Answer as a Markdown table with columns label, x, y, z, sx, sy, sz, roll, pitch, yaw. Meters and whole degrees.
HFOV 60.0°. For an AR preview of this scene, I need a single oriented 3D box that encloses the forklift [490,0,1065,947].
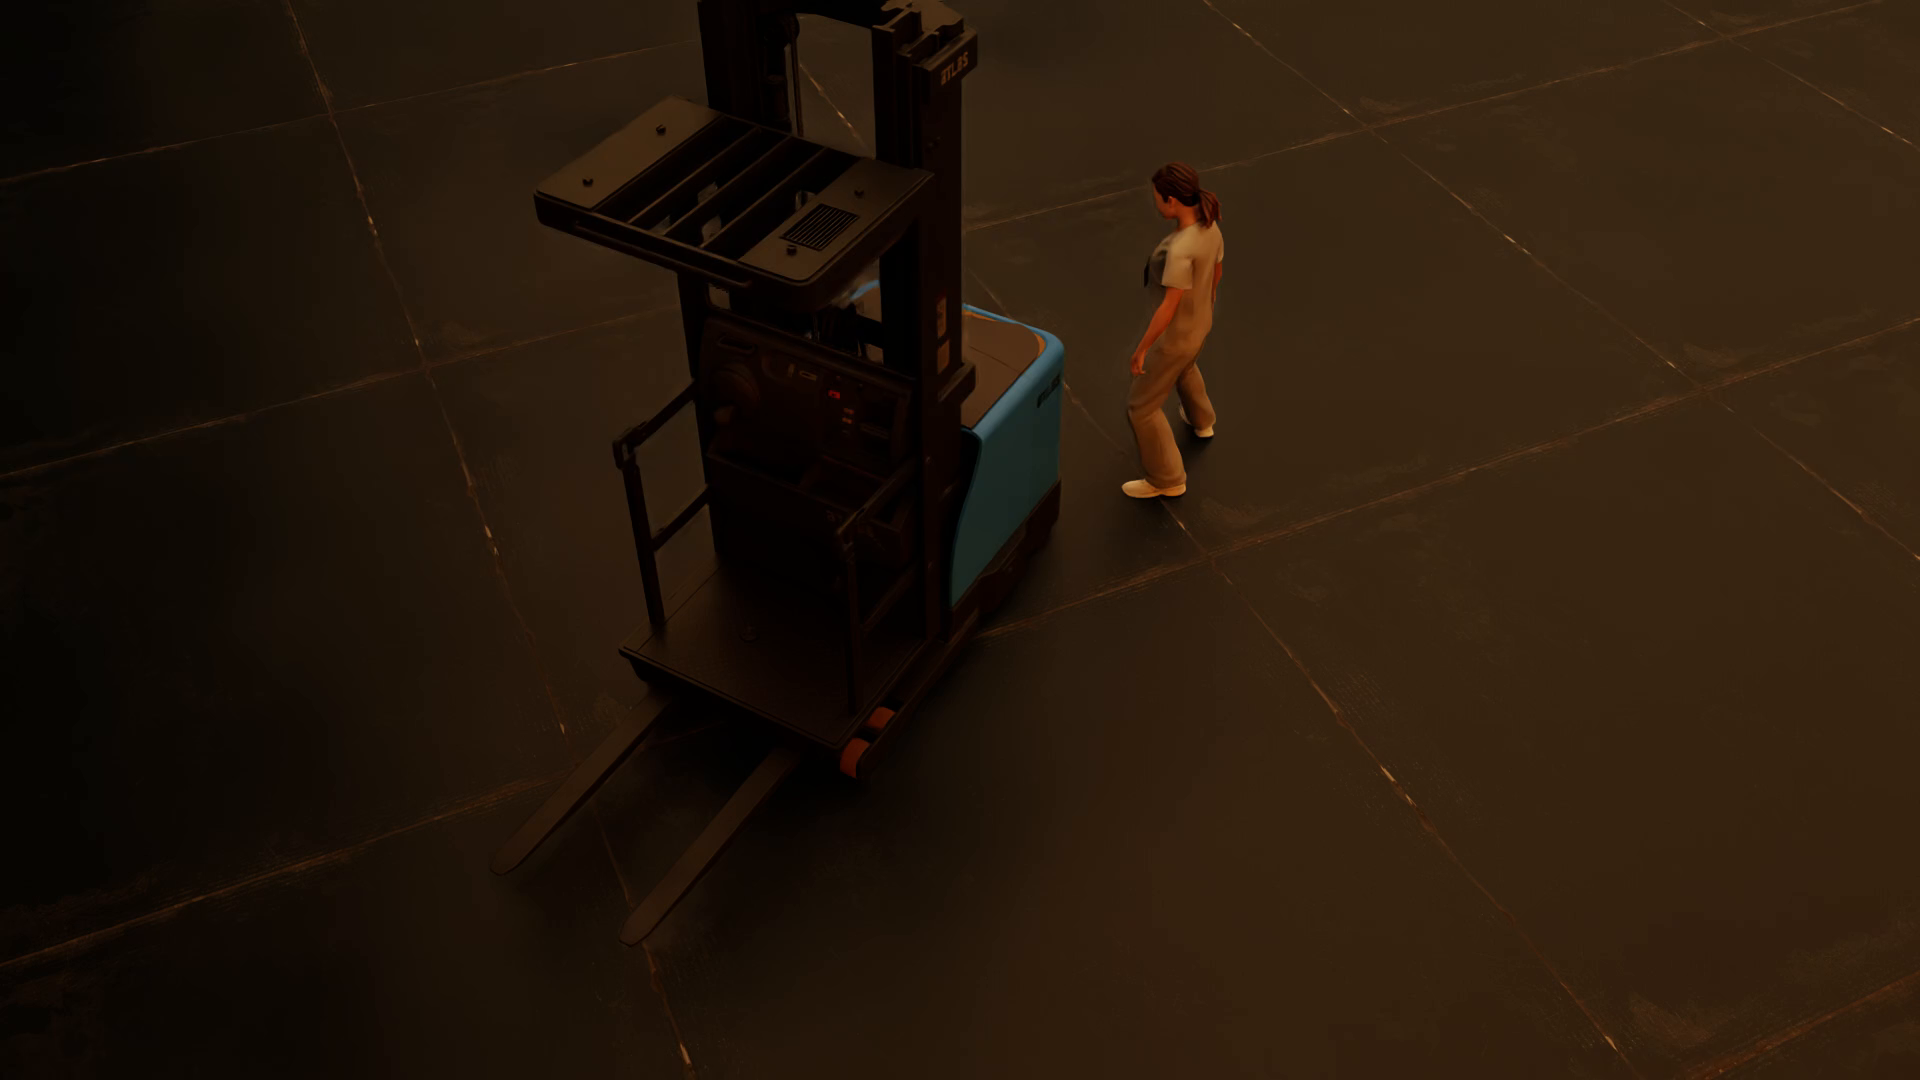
| label | x | y | z | sx | sy | sz | roll | pitch | yaw |
| --- | --- | --- | --- | --- | --- | --- | --- | --- | --- |
| forklift | -0.704 | -0.462 | 6.175 | 1.130 | 2.935 | 3.031 | 22 | 47 | 22 |

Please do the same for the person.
| label | x | y | z | sx | sy | sz | roll | pitch | yaw |
| --- | --- | --- | --- | --- | --- | --- | --- | --- | --- |
| person | 1.008 | -0.984 | 7.732 | 0.385 | 1.621 | 0.885 | 17 | 46 | 18 |
